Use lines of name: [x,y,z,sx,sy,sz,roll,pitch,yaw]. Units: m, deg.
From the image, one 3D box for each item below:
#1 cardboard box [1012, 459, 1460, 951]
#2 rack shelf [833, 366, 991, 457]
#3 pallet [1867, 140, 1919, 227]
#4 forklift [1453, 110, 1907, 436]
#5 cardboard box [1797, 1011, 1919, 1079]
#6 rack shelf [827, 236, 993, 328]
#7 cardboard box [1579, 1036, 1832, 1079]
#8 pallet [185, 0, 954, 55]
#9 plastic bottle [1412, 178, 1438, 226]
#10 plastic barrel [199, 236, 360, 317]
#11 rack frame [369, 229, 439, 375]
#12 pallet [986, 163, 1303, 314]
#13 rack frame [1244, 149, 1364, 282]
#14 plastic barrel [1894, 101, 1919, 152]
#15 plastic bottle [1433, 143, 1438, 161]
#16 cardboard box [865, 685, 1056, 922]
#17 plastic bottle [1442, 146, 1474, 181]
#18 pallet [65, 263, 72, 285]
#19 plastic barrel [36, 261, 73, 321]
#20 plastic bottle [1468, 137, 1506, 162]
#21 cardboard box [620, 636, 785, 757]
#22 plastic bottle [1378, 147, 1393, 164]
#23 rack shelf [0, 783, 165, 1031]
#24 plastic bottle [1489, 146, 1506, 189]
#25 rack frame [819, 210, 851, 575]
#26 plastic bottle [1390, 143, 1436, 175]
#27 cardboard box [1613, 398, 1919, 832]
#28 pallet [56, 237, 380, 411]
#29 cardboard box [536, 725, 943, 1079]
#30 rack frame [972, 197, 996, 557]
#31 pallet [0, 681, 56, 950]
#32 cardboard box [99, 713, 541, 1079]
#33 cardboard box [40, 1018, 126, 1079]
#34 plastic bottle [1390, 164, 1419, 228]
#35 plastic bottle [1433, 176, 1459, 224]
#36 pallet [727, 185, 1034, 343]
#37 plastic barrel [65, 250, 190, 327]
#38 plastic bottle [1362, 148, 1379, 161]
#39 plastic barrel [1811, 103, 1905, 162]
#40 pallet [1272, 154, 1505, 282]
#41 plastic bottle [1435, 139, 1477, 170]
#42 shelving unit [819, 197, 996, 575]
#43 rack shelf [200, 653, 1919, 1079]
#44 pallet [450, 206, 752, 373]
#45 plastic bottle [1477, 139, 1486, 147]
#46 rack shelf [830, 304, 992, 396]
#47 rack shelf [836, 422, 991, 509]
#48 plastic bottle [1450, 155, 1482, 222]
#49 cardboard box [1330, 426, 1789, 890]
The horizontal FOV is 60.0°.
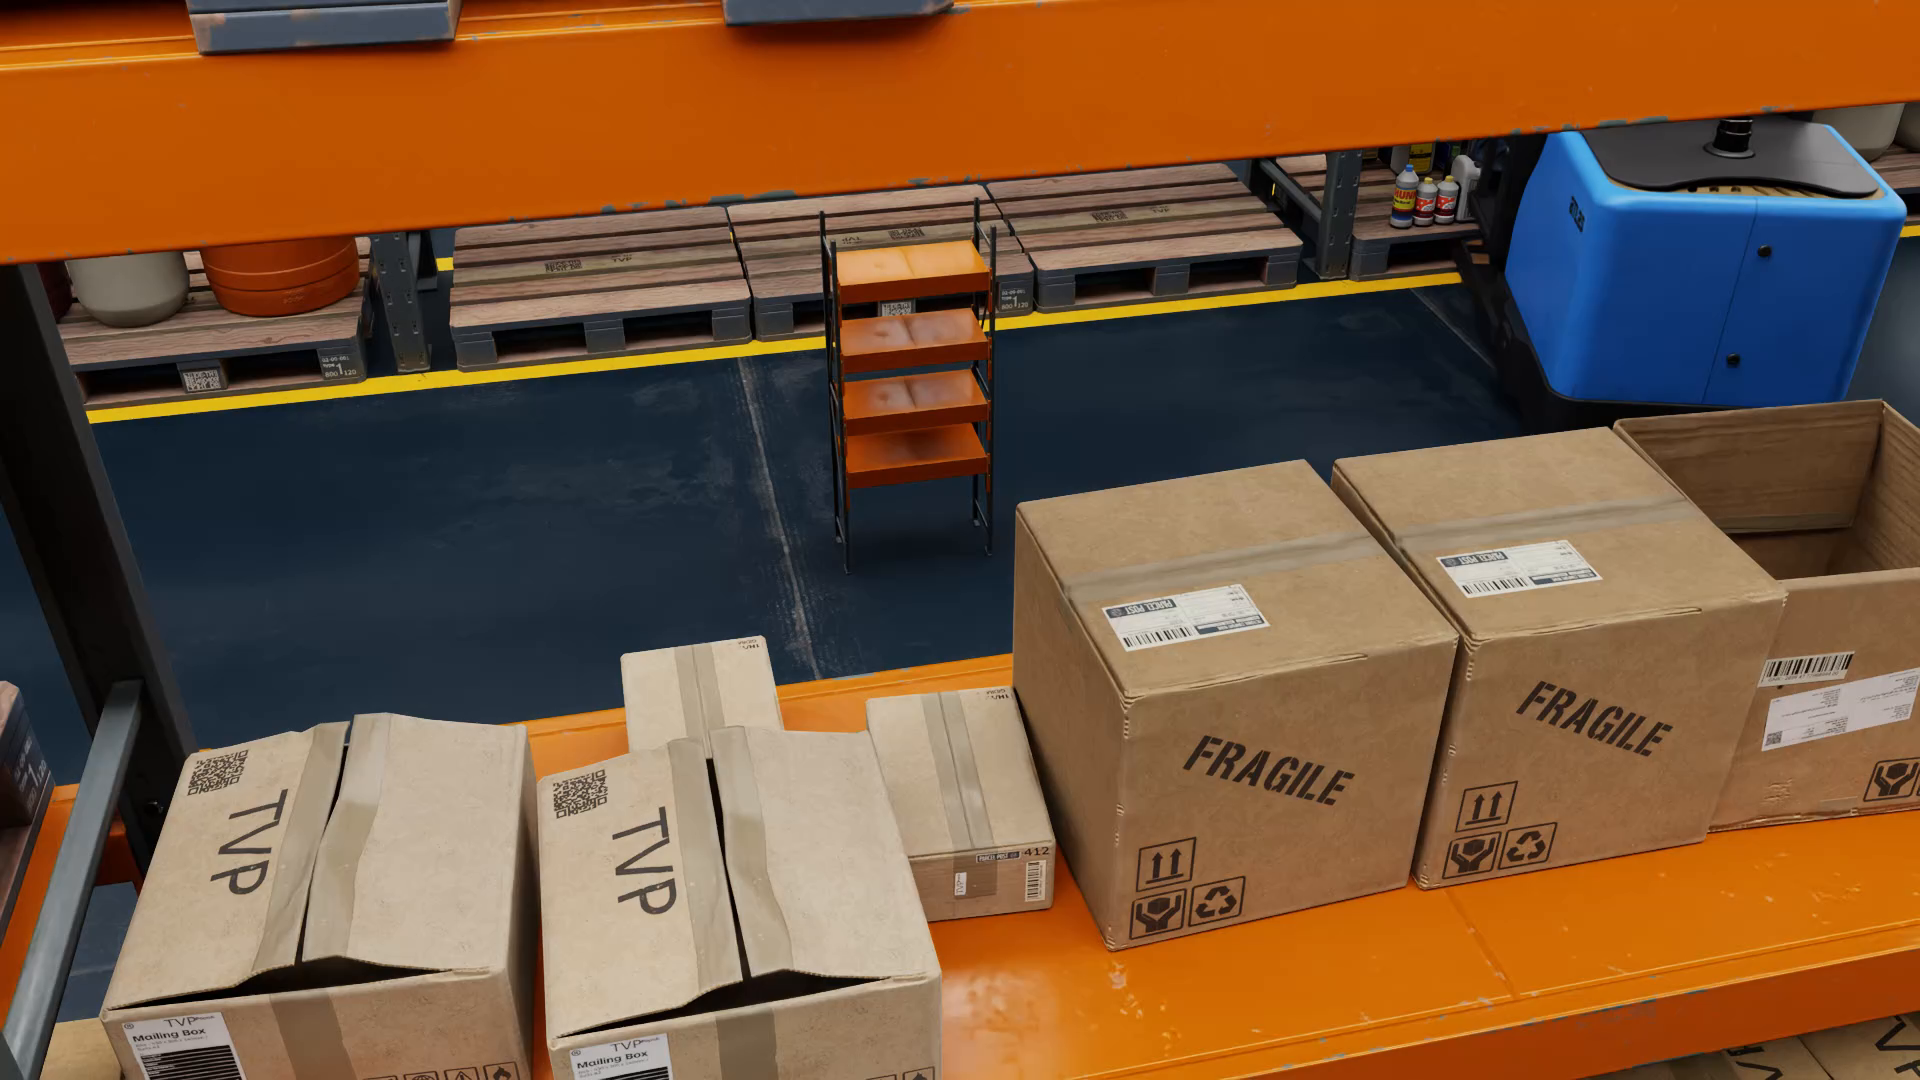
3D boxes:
cardboard box: [0.395,0.242,2.607,0.500,0.500,0.500,-9,35,-13]
rack shelf: [-0.161,-0.422,5.423,0.480,0.148,0.258,-7,35,-11]
pallet: [4.618,-1.887,8.373,1.213,0.211,1.003,-7,35,-11]
forklift: [2.782,-2.271,6.504,1.130,2.935,3.031,3,34,5]
cardboard box: [1.825,1.015,3.133,0.500,0.311,0.500,-6,34,-9]
rack shelf: [-0.161,-0.804,5.166,0.480,0.148,0.258,-7,35,-11]
cardboard box: [1.338,1.075,3.044,0.500,0.311,0.500,-7,35,-11]
pallet: [-0.596,-0.800,1.728,1.003,0.211,1.213,-6,34,-8]
plastic bottle: [2.081,-1.519,7.439,0.097,0.201,0.097,0,34,0]
plastic barrel: [-2.801,-1.397,6.711,0.708,0.830,0.600,-7,35,-11]
rack frame: [-2.327,-2.194,6.327,0.127,3.000,1.000,-7,35,-11]
pallet: [0.817,-1.410,7.661,1.213,0.211,1.003,-7,35,-11]
rack frame: [1.574,-2.685,7.060,0.127,3.000,1.000,-7,35,-11]
plastic barrel: [4.850,-2.196,8.186,0.421,0.512,0.421,0,34,0]
plastic bottle: [2.326,-2.027,8.062,0.185,0.351,0.144,-9,35,-13]
cardboard box: [-0.007,0.416,2.664,0.250,0.149,0.380,-5,34,-7]
plastic bottle: [2.267,-1.653,7.565,0.133,0.283,0.061,-7,35,-11]
pallet: [-4.275,-0.768,6.705,1.213,0.211,1.003,-7,35,-11]
plastic barrel: [-3.902,-1.158,6.572,0.708,0.588,0.600,-7,35,-11]
plastic bottle: [2.421,-1.720,7.604,0.185,0.351,0.144,-7,35,-11]
cardboard box: [-0.422,0.343,2.773,0.250,0.149,0.380,-7,35,-11]
plastic bottle: [2.139,-2.004,8.027,0.185,0.351,0.144,-8,35,-12]
rack shelf: [-3.189,1.044,2.149,4.000,0.370,1.077,-7,35,-11]
plastic bottle: [2.453,-1.642,7.487,0.185,0.351,0.144,-6,34,-9]
rack frame: [-0.399,-0.448,5.341,0.015,1.200,0.240,-7,35,-11]
plastic bottle: [2.170,-1.926,7.910,0.185,0.351,0.144,-7,35,-11]
cardboard box: [1.397,0.116,2.795,0.500,0.500,0.500,-5,34,-7]
pallet: [-3.087,-0.916,6.926,1.213,0.211,1.003,-7,35,-11]
cardboard box: [-0.323,0.531,2.346,0.500,0.311,0.500,-8,35,-11]
rack frame: [0.077,-0.508,5.430,0.015,1.200,0.240,-7,35,-11]
pallet: [-1.884,0.700,2.187,1.003,0.211,1.213,-7,35,-11]
cardboard box: [-0.874,0.515,2.371,0.500,0.311,0.500,-5,34,-8]
cardboard box: [-1.745,1.255,3.037,0.500,0.500,0.500,-6,34,-9]
plastic bottle: [1.981,-1.536,7.401,0.097,0.271,0.097,0,34,0]
plastic bottle: [2.180,-1.532,7.457,0.097,0.201,0.097,0,34,0]
pallet: [-0.376,-1.258,7.435,1.213,0.211,1.003,-7,35,-11]
plastic barrel: [-3.332,-1.148,6.624,0.421,0.512,0.421,0,34,0]
plastic bottle: [1.970,-1.979,8.049,0.133,0.283,0.061,-6,34,-8]
plastic barrel: [4.361,-2.134,8.094,0.421,0.512,0.421,0,34,0]
pallet: [2.238,-1.587,7.926,1.213,0.211,1.003,-7,35,-11]
plastic bottle: [2.383,-1.919,7.967,0.135,0.276,0.152,-7,35,-11]
shelving unit: [-0.161,-0.478,5.385,0.503,1.200,0.258,-7,35,-11]
rack shelf: [0.712,0.552,2.881,4.000,0.370,1.077,-7,35,-11]
pallet: [-1.563,-1.110,7.214,1.213,0.211,1.003,-7,35,-11]
plastic bottle: [2.641,-2.067,8.121,0.185,0.351,0.144,-7,35,-11]
rack shelf: [-0.161,-0.608,5.298,0.480,0.148,0.258,-7,35,-11]
rack shelf: [-0.161,-0.257,5.533,0.480,0.148,0.258,-7,35,-11]
plastic bottle: [2.291,-1.593,7.481,0.135,0.276,0.152,-6,34,-9]
cardboard box: [0.908,0.178,2.704,0.500,0.500,0.500,-7,35,-10]
